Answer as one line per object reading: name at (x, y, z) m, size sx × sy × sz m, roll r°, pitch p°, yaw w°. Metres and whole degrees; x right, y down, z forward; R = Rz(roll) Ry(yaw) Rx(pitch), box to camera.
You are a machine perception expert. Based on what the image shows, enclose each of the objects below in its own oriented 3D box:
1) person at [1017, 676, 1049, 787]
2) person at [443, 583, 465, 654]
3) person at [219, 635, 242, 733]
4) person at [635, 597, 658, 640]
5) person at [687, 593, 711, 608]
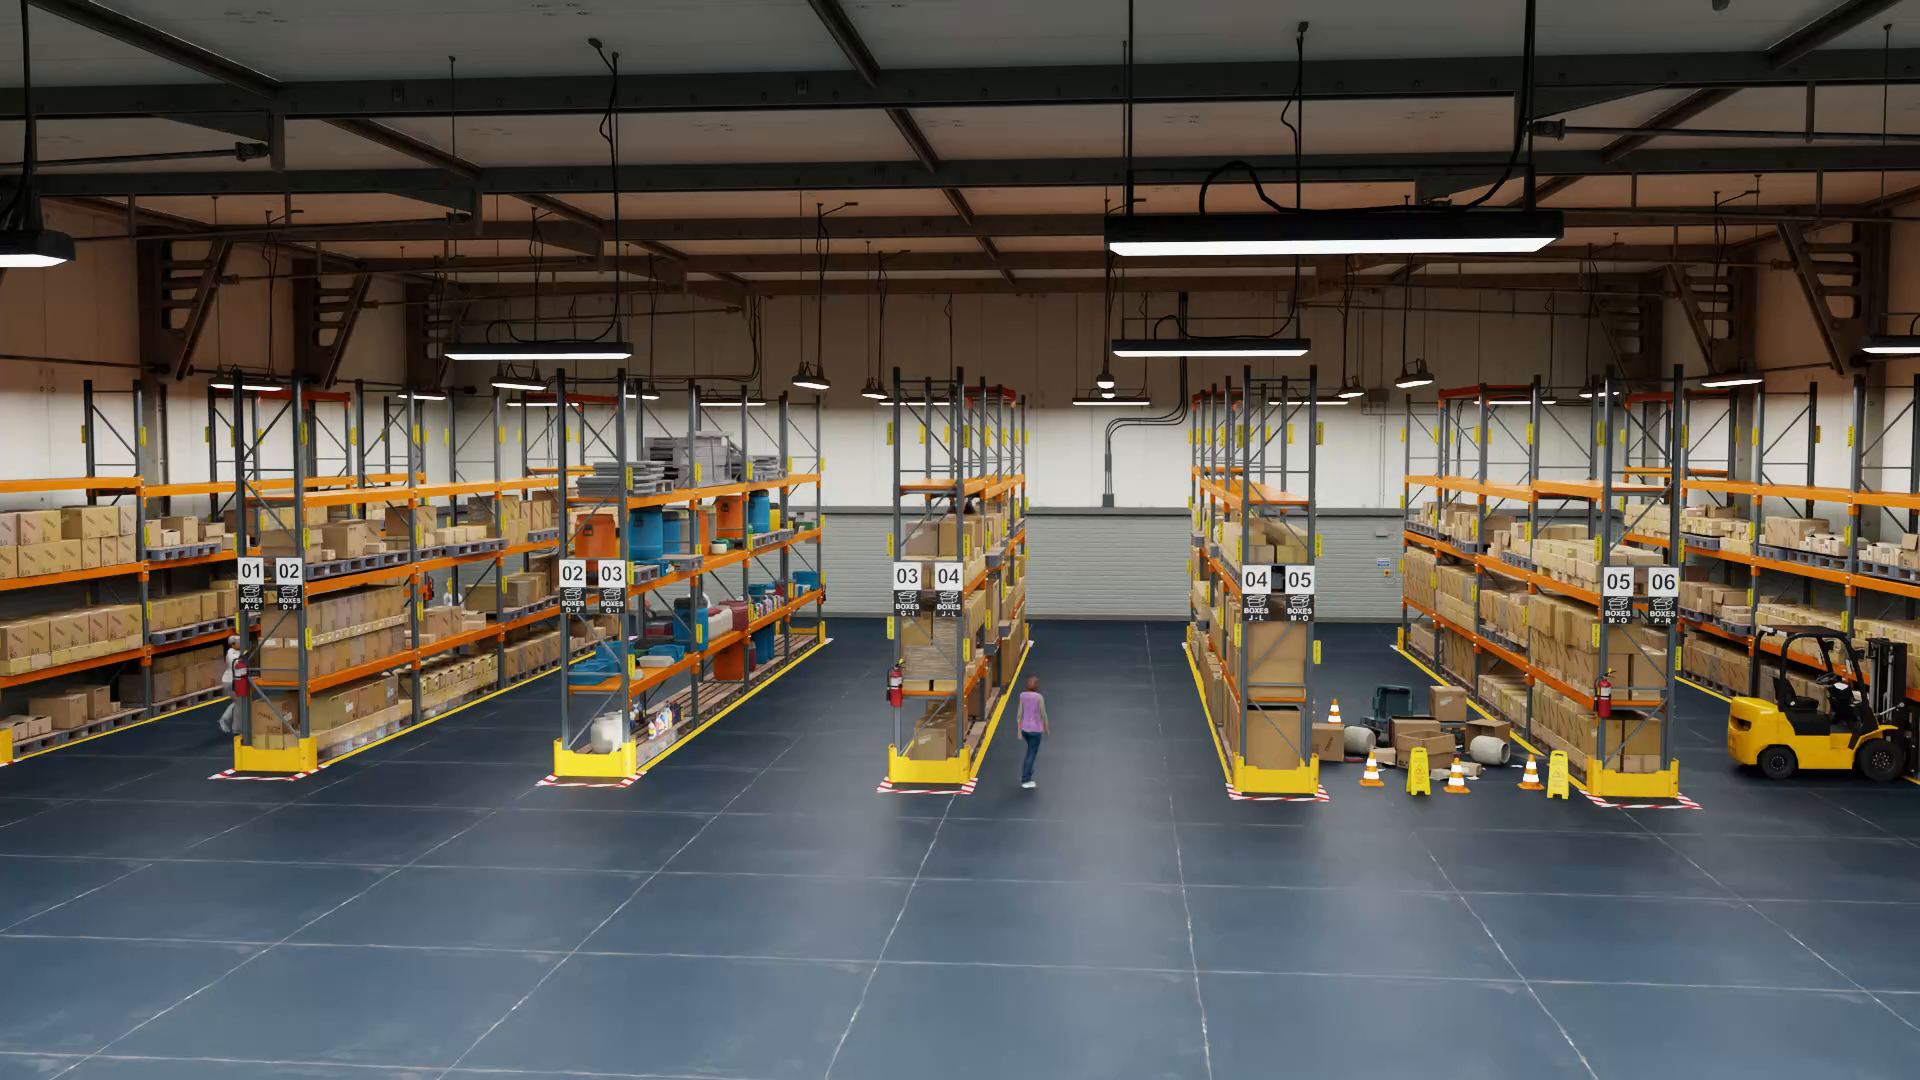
person at (1.037, 2.746, 23.663) m, size 0.488 × 1.638 × 0.403 m, roll -3°, pitch 5°, yaw -44°
person at (-11.480, 1.790, 37.763) m, size 0.423 × 1.806 × 0.554 m, roll 1°, pitch 4°, yaw 10°
person at (-12.175, 2.422, 27.971) m, size 0.492 × 1.659 × 0.491 m, roll 3°, pitch 5°, yaw 38°
person at (-6.376, 2.075, 34.075) m, size 0.568 × 1.625 × 0.509 m, roll -2°, pitch 4°, yaw -28°
person at (-6.039, 1.798, 38.174) m, size 0.655 × 1.730 × 0.804 m, roll 0°, pitch 4°, yaw 8°
